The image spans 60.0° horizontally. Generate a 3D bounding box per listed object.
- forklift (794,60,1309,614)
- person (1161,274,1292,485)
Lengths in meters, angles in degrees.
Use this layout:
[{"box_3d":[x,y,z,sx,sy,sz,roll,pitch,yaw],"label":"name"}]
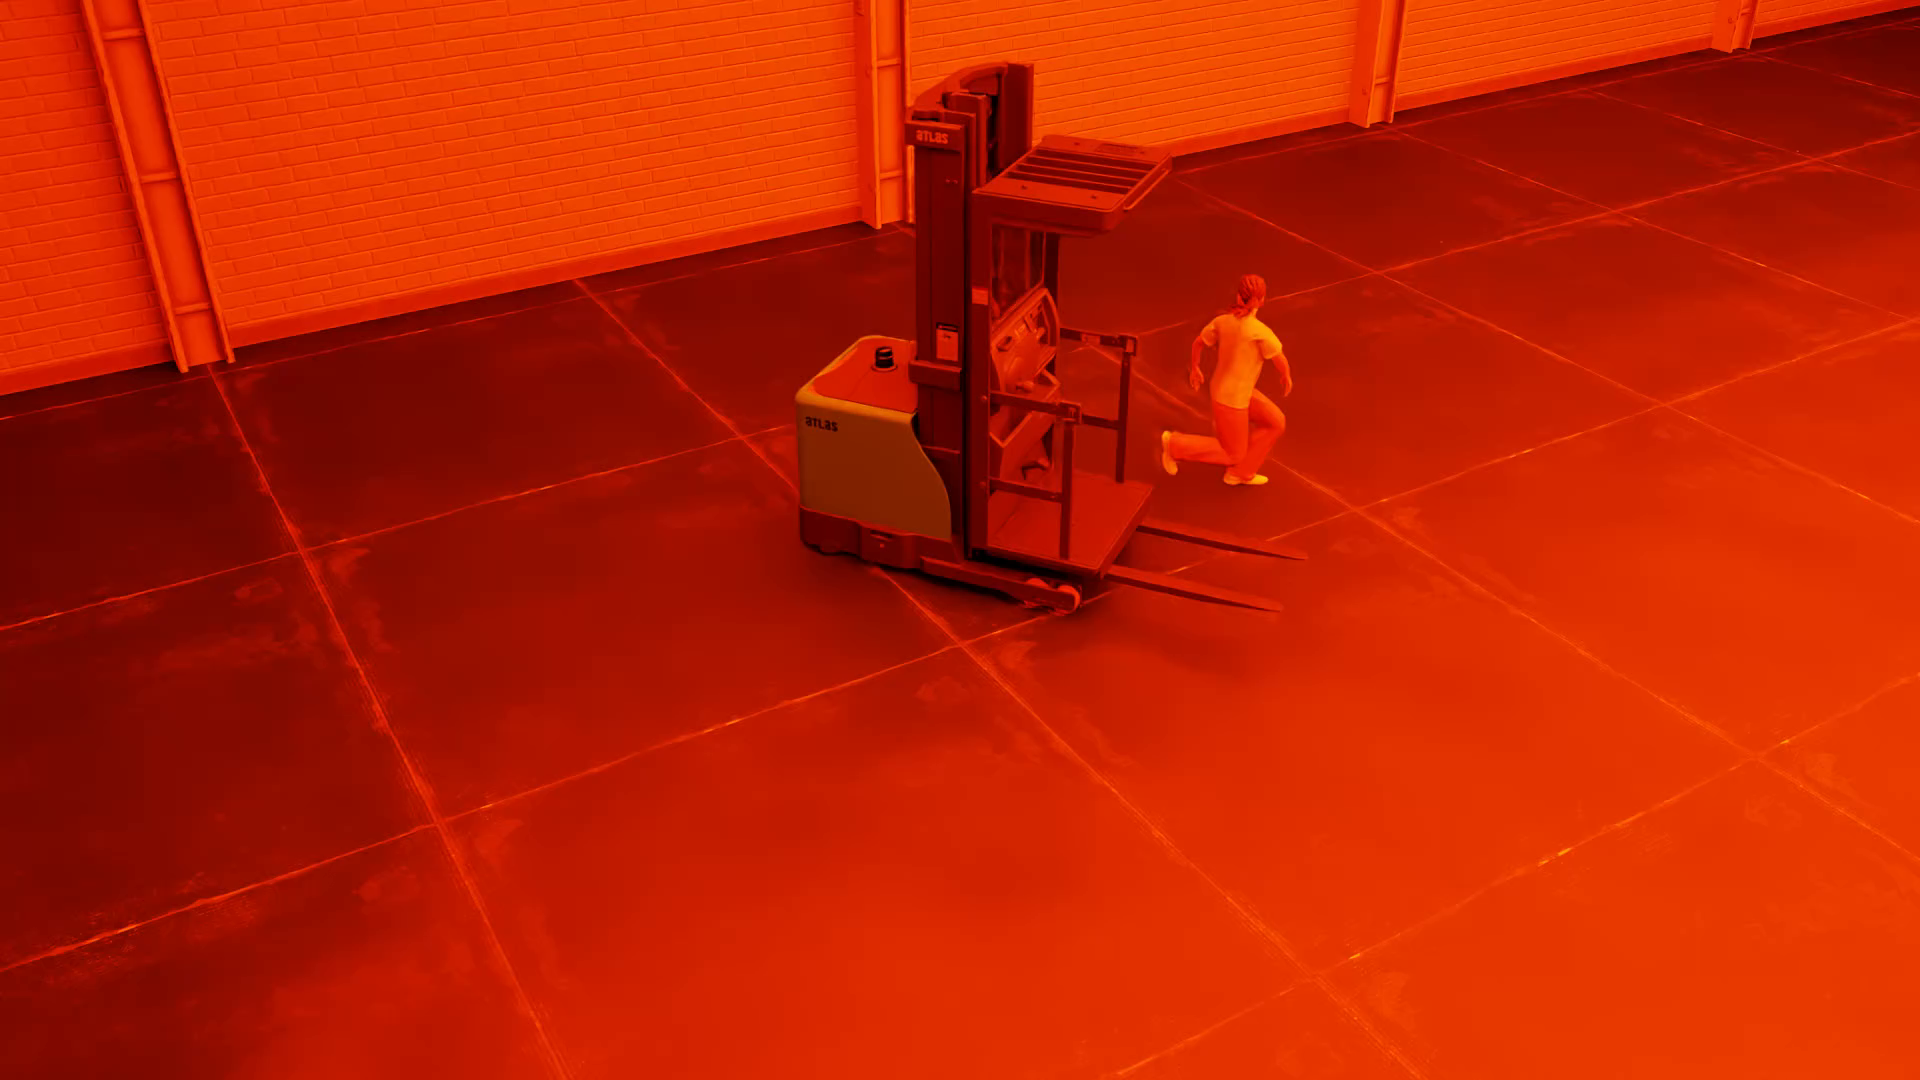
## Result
[{"box_3d":[0.561,-1.133,9.539,3.031,2.935,1.130,13,33,20],"label":"forklift"},{"box_3d":[1.751,-1.025,10.841,0.827,1.452,0.557,-1,31,-2],"label":"person"}]
